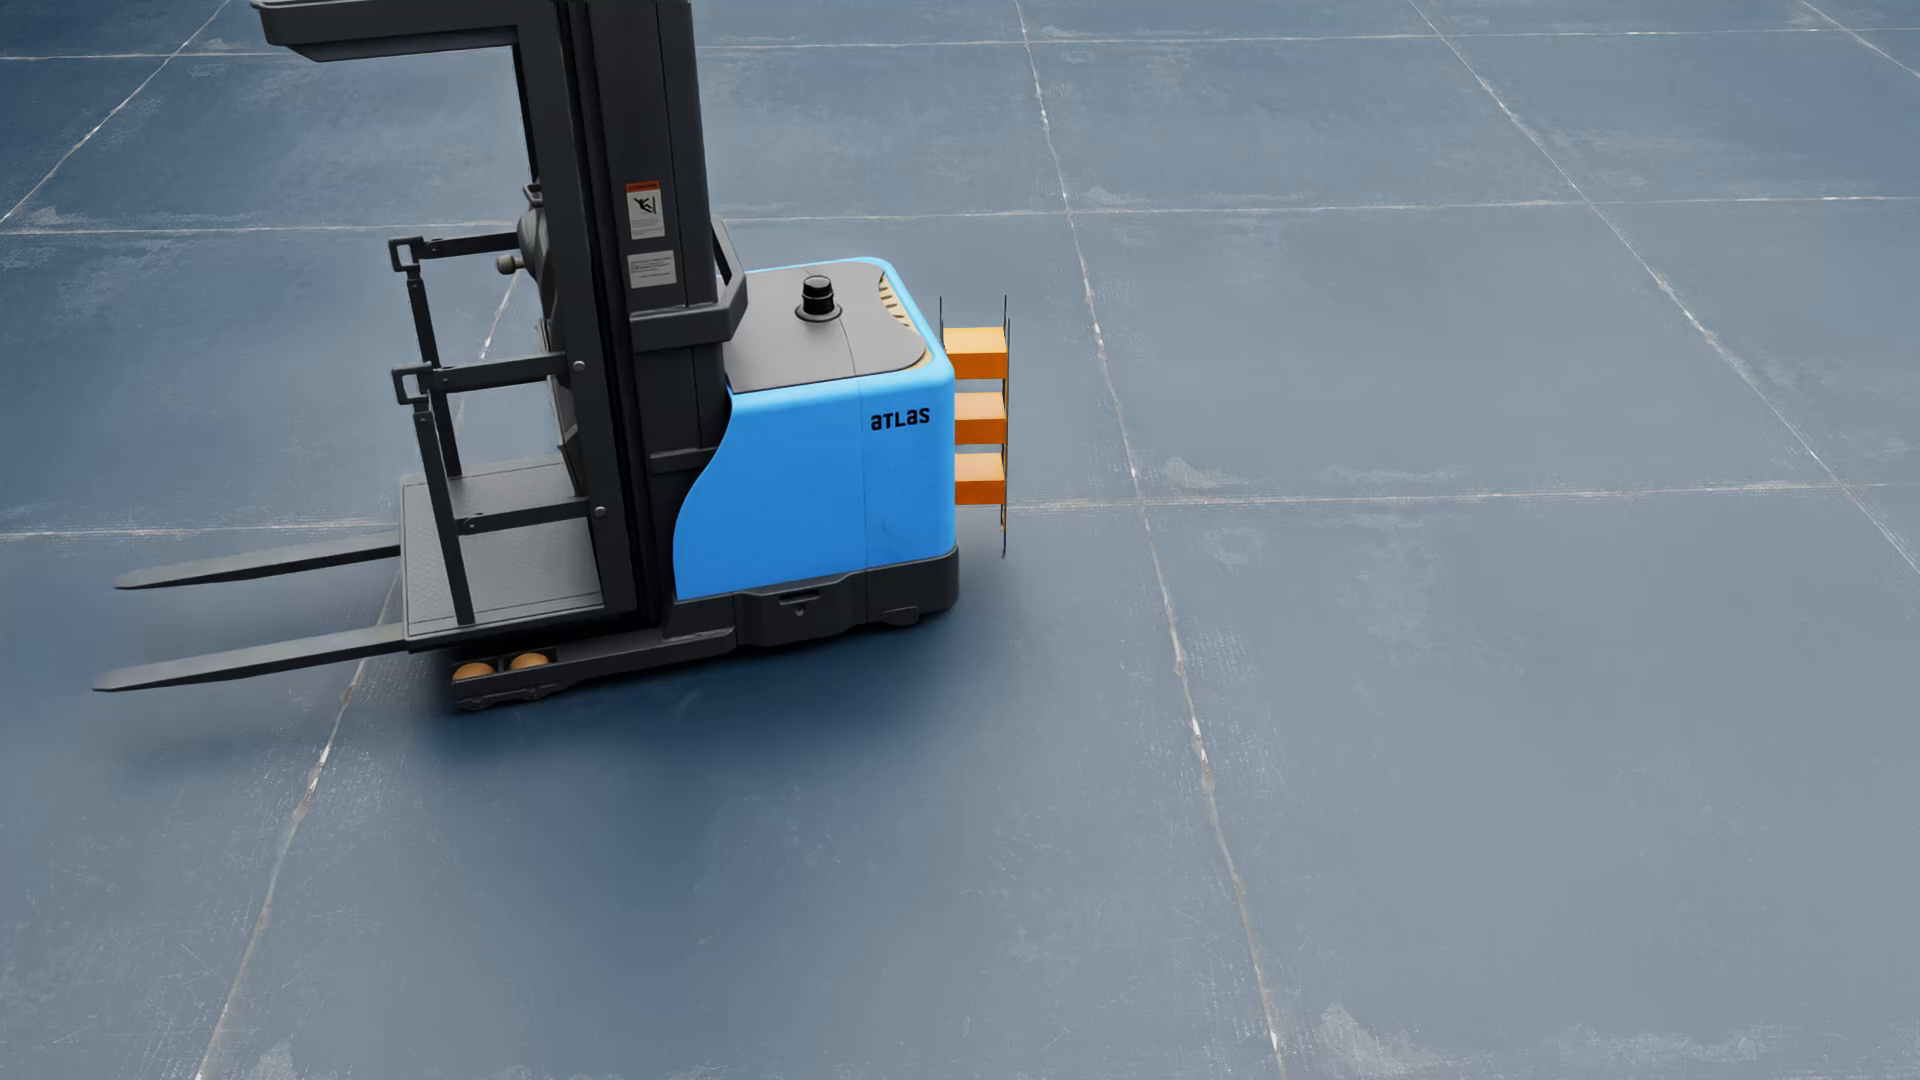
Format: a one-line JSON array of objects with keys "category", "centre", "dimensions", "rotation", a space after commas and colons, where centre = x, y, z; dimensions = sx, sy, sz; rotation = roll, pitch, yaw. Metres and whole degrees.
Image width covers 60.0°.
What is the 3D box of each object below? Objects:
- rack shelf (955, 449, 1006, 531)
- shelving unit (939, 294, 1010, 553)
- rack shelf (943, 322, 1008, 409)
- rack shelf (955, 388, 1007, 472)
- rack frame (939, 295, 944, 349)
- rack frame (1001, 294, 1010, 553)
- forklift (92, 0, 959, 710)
[{"category": "rack shelf", "centre": [0.053, -0.196, 6.618], "dimensions": [0.240, 0.259, 0.215], "rotation": [-2, 35, -2]}, {"category": "shelving unit", "centre": [0.053, -0.433, 6.453], "dimensions": [0.252, 1.050, 0.215], "rotation": [-2, 35, -2]}, {"category": "rack shelf", "centre": [0.053, -0.658, 6.298], "dimensions": [0.240, 0.259, 0.215], "rotation": [-2, 35, -2]}, {"category": "rack shelf", "centre": [0.053, -0.424, 6.459], "dimensions": [0.240, 0.259, 0.215], "rotation": [-2, 35, -2]}, {"category": "rack frame", "centre": [-0.068, -0.430, 6.449], "dimensions": [0.008, 1.050, 0.200], "rotation": [-2, 35, -2]}, {"category": "rack frame", "centre": [0.175, -0.436, 6.458], "dimensions": [0.008, 1.050, 0.200], "rotation": [-2, 35, -2]}, {"category": "forklift", "centre": [-1.580, -0.940, 5.533], "dimensions": [3.031, 2.935, 1.130], "rotation": [-10, 36, -13]}]
